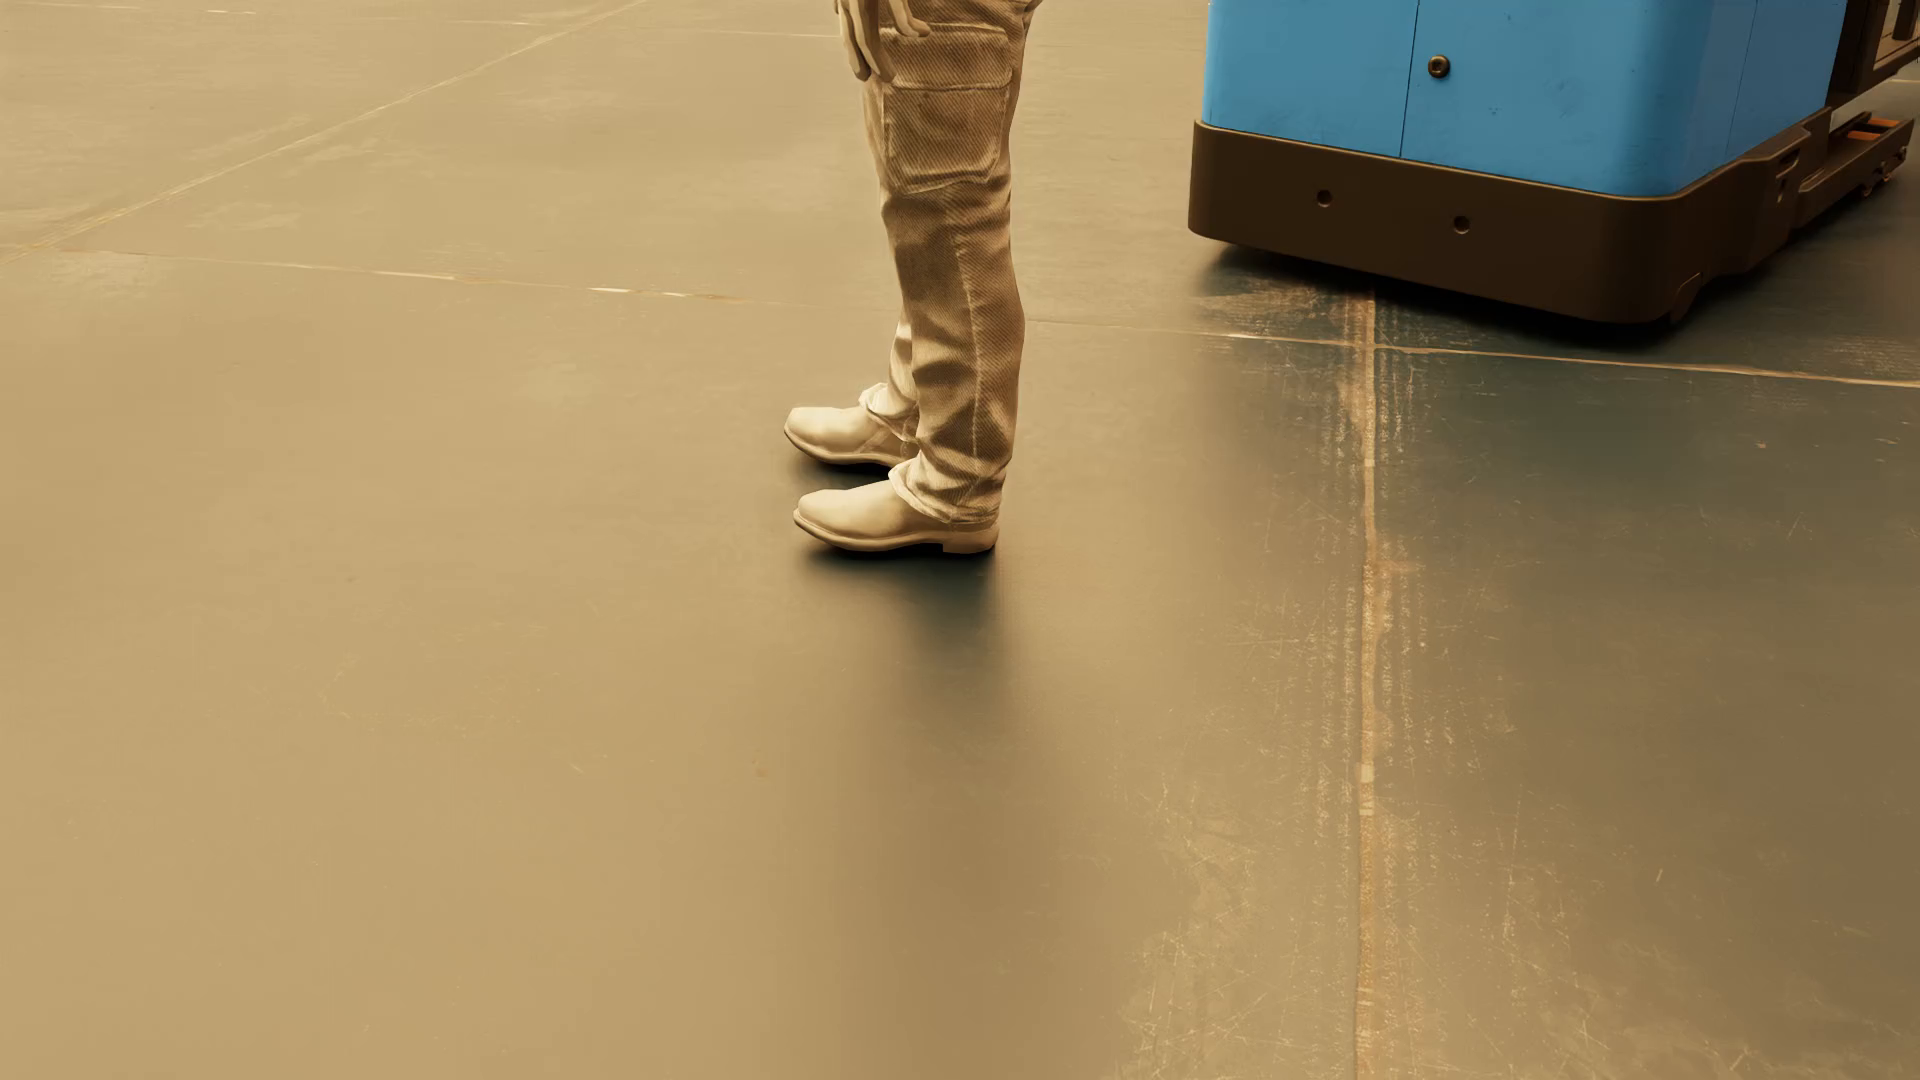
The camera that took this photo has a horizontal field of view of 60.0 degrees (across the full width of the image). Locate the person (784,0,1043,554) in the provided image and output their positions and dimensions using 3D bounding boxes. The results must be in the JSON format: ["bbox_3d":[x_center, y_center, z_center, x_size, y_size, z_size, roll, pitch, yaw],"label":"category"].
[{"bbox_3d":[-0.069,-0.813,2.117,0.575,1.785,0.657,6,27,11],"label":"person"}]

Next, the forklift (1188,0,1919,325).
[{"bbox_3d":[1.841,-2.308,3.821,1.130,2.935,3.031,21,33,35],"label":"forklift"}]
